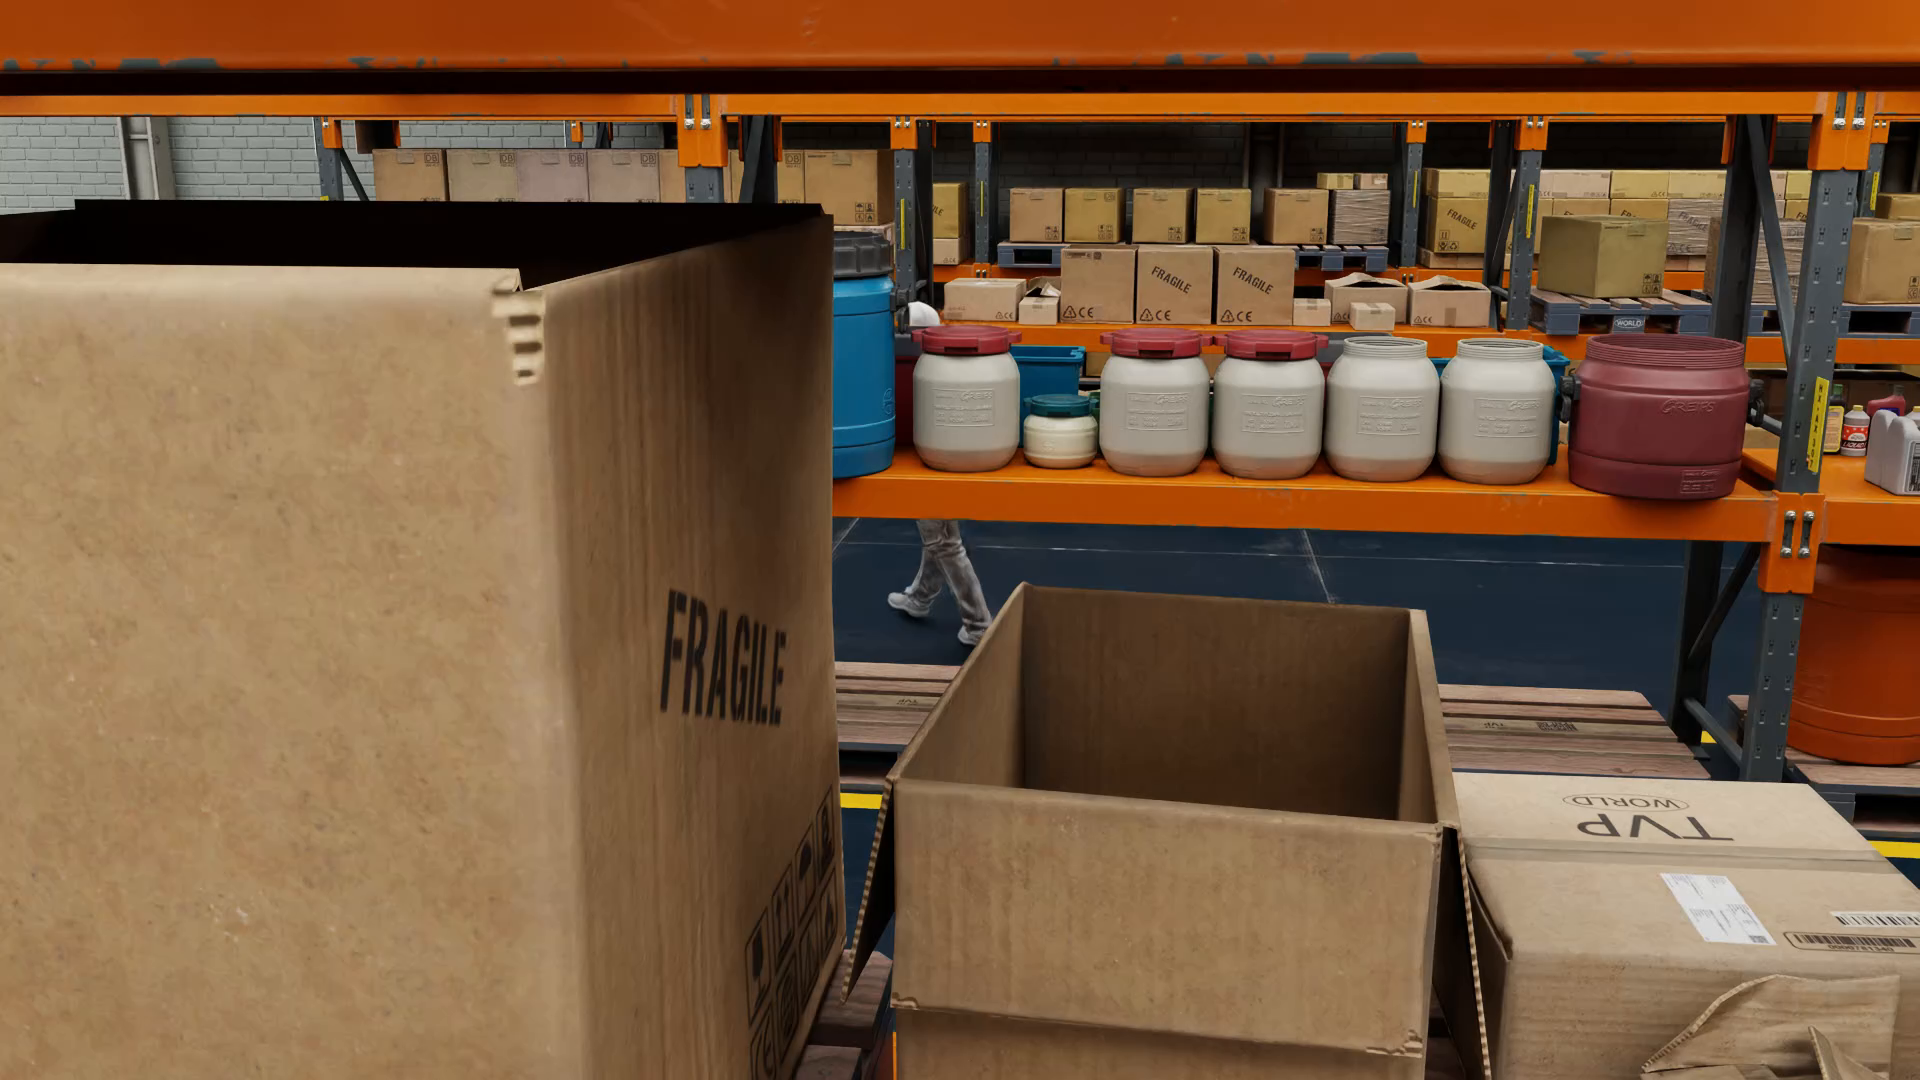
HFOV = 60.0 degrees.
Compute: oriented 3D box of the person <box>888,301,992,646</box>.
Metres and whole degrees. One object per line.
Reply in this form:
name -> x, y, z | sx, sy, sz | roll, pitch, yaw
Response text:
person -> -0.165, -0.358, 8.496 | 0.973, 1.715, 0.582 | 12, 18, 40
